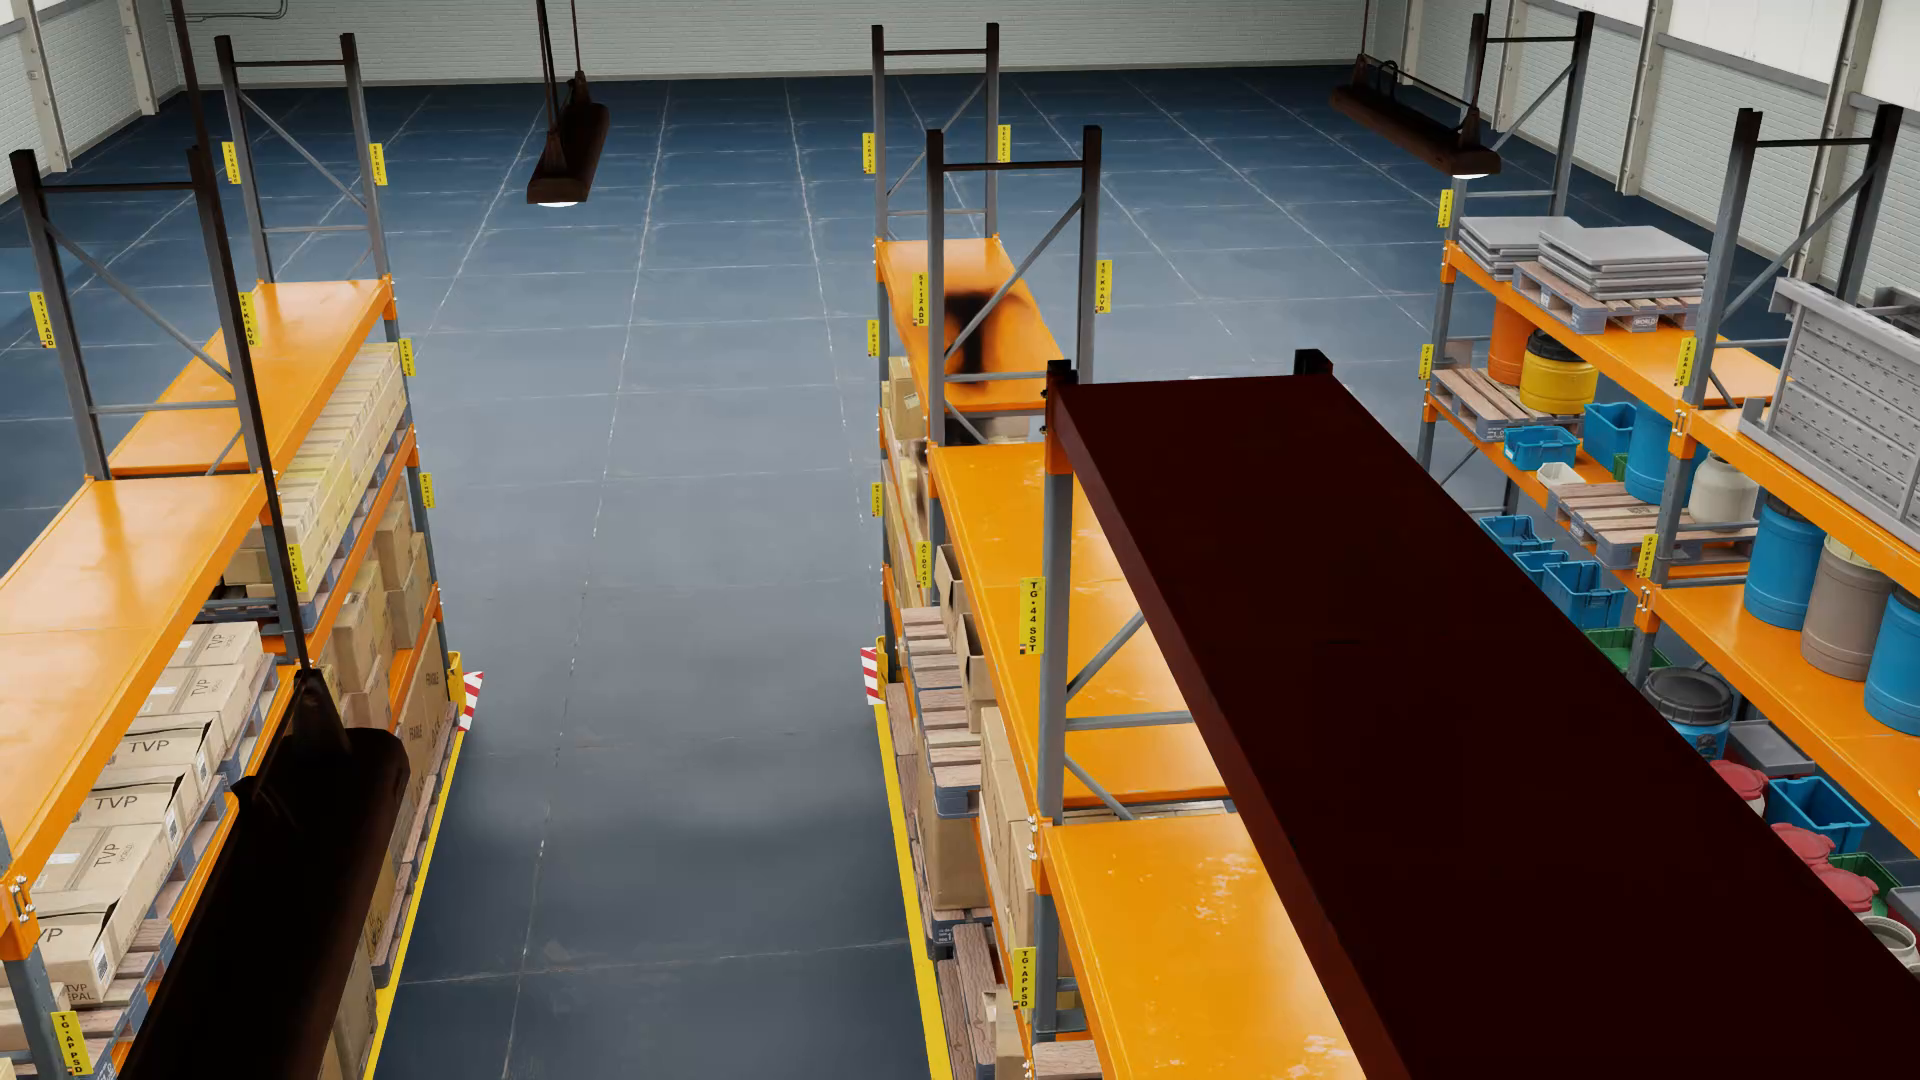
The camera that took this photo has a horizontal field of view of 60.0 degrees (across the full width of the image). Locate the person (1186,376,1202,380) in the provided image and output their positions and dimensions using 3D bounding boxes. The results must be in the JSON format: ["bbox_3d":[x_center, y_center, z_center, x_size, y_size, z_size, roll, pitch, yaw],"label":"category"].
[{"bbox_3d":[2.746,-1.028,18.712,0.639,1.697,0.701,7,26,15],"label":"person"}]
